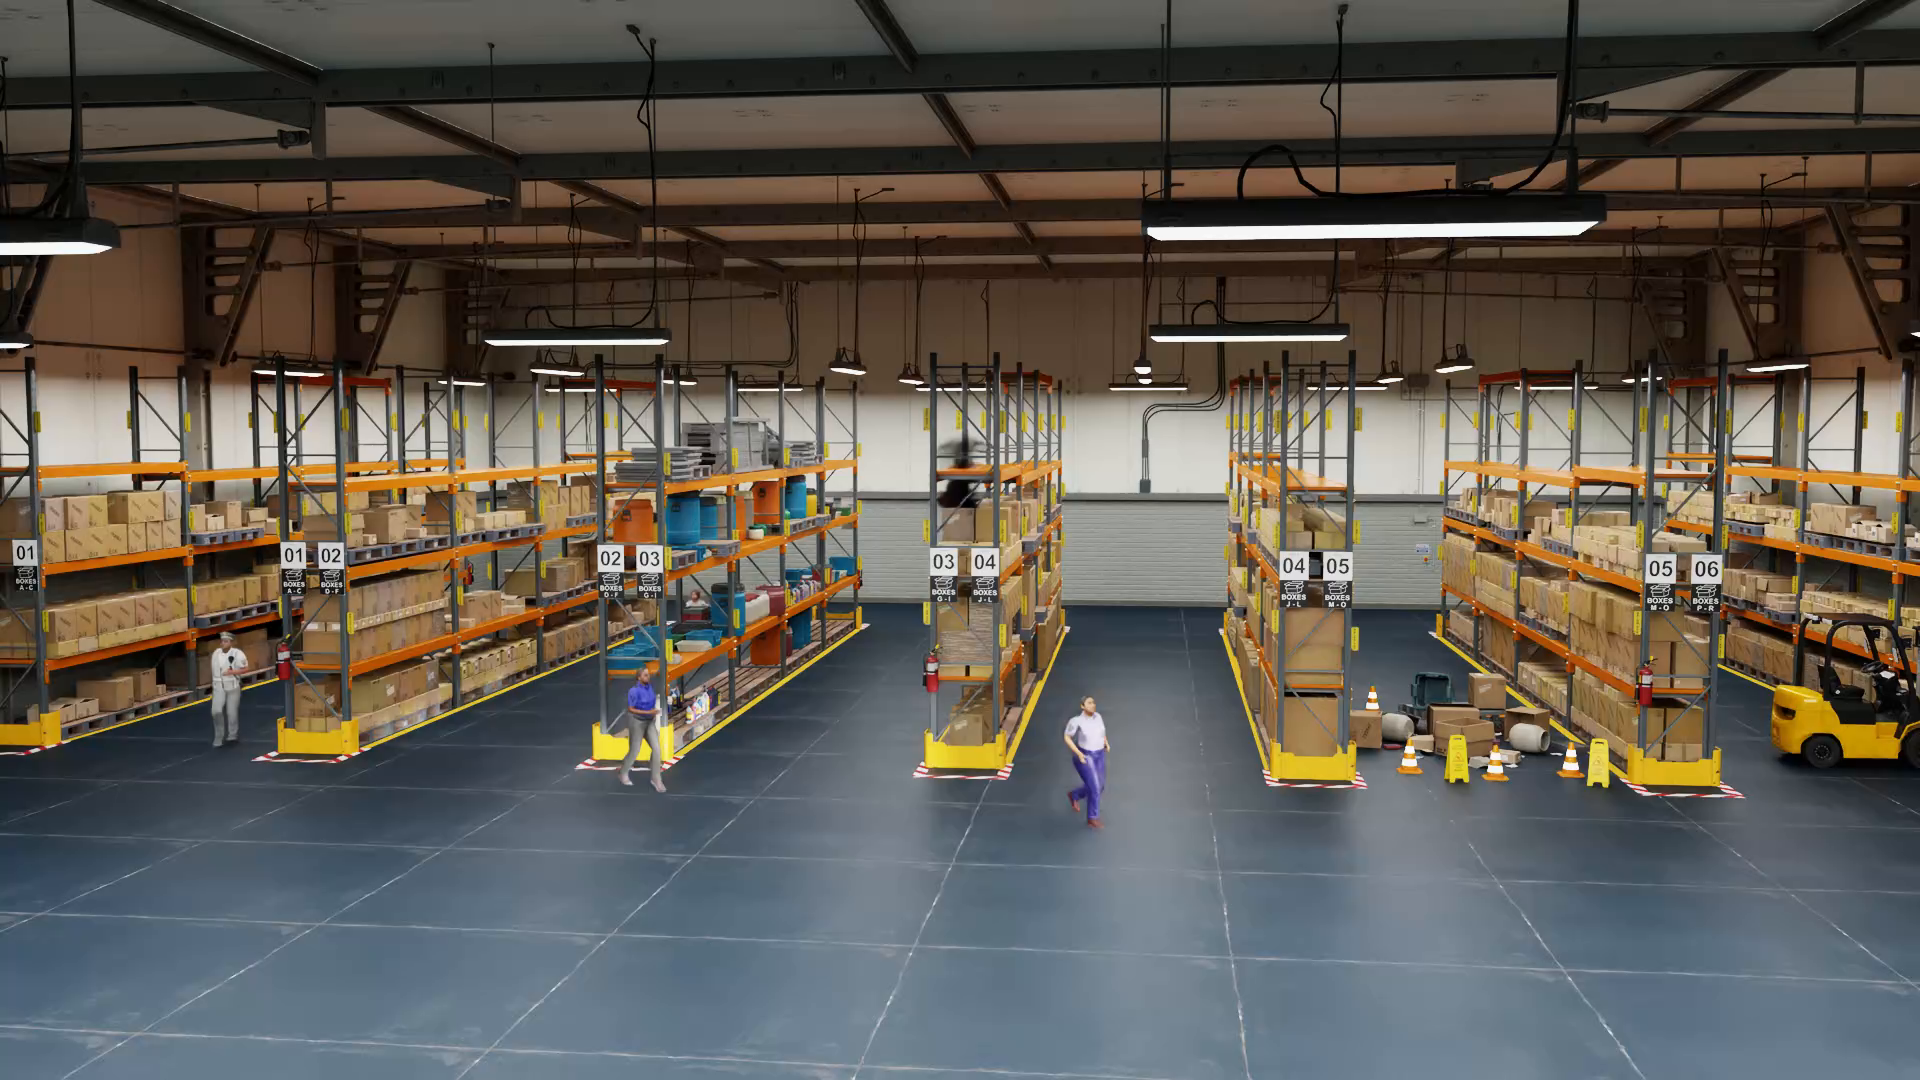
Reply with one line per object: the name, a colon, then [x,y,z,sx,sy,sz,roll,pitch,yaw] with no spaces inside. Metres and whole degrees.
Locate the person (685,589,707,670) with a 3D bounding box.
person: [-5.378,1.800,33.904,0.538,1.605,0.877,0,4,4]

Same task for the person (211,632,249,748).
person: [-11.338,2.316,25.752,0.629,1.826,0.752,-1,4,-7]

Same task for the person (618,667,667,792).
person: [-4.335,2.578,22.655,0.785,1.726,0.589,3,5,35]

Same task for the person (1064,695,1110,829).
person: [1.579,2.740,20.755,0.602,1.637,0.693,-3,5,-39]
